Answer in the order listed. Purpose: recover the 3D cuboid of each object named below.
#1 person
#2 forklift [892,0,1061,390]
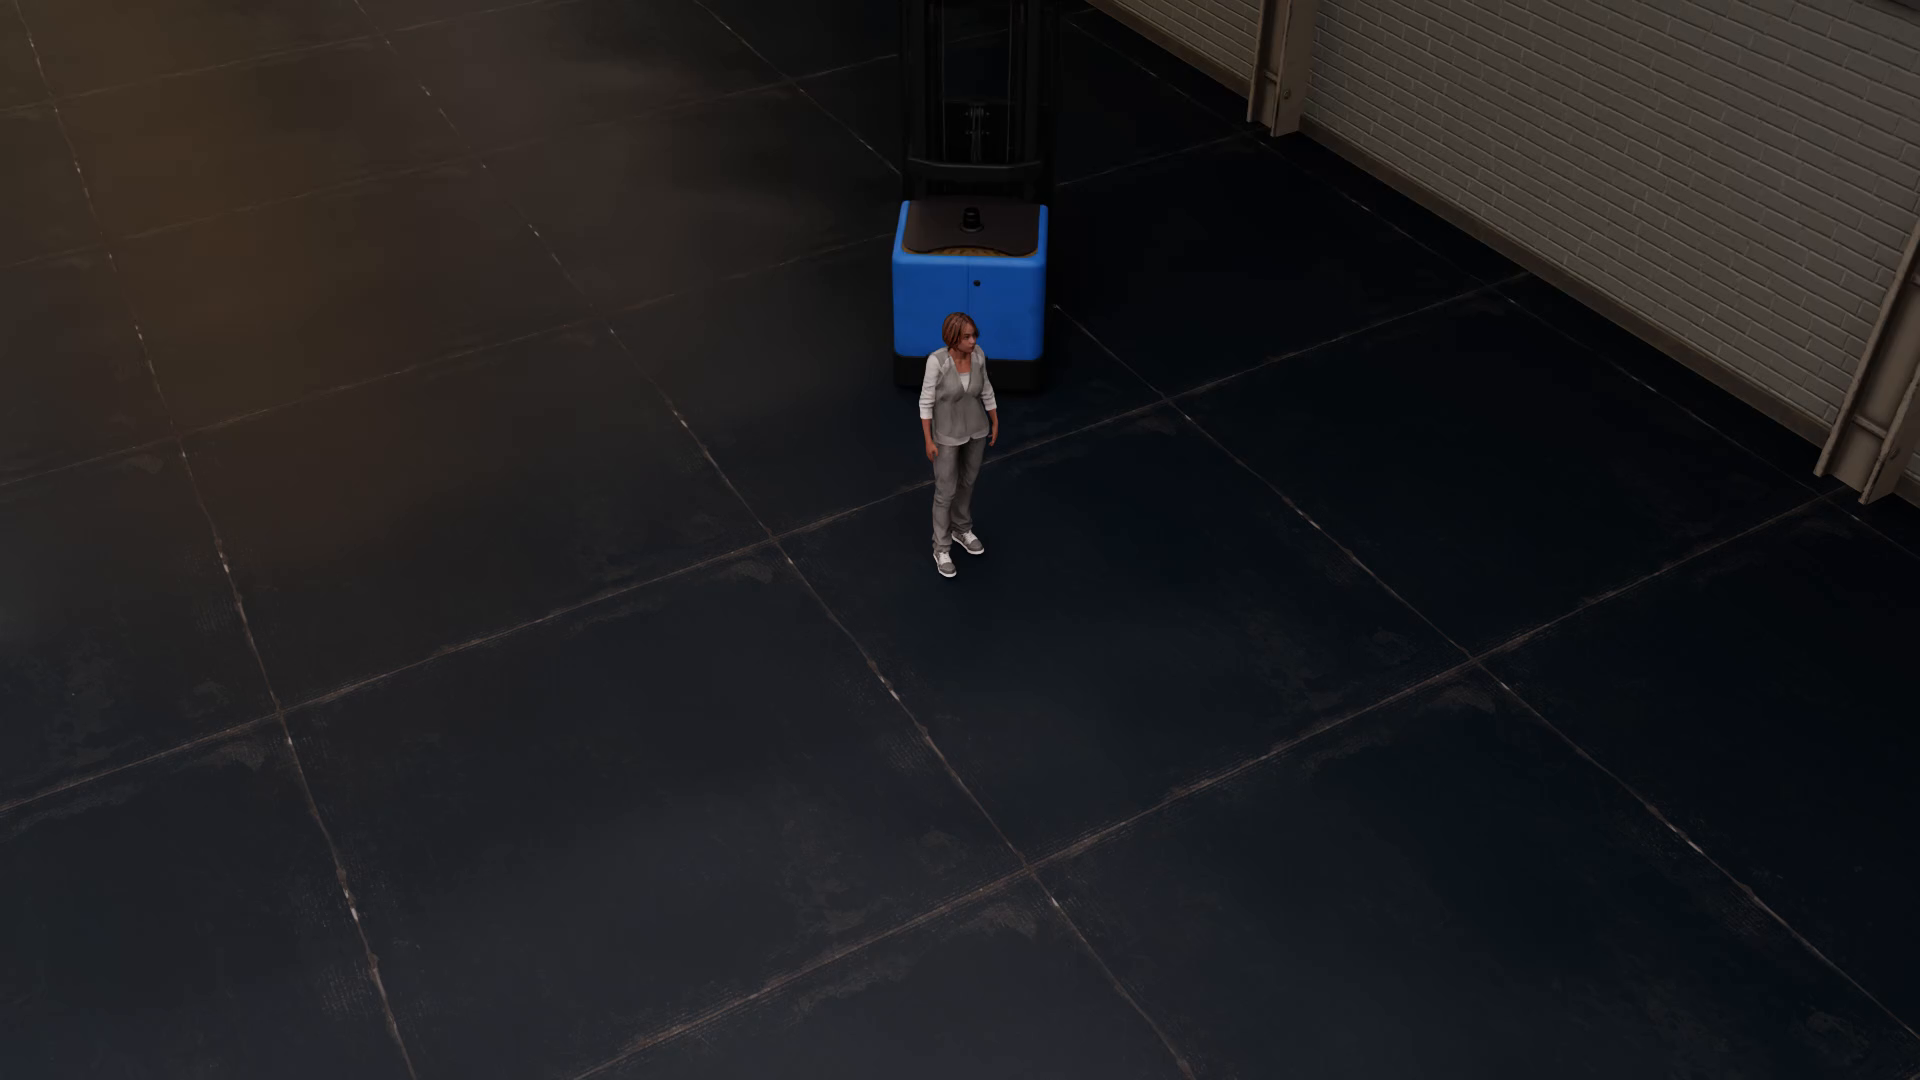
[{"bbox_3d":[0.026,-0.574,9.763,0.521,1.599,0.473,-20,44,-23],"label":"person"},{"bbox_3d":[0.146,-3.085,11.756,1.130,2.935,3.031,2,40,3],"label":"forklift"}]
